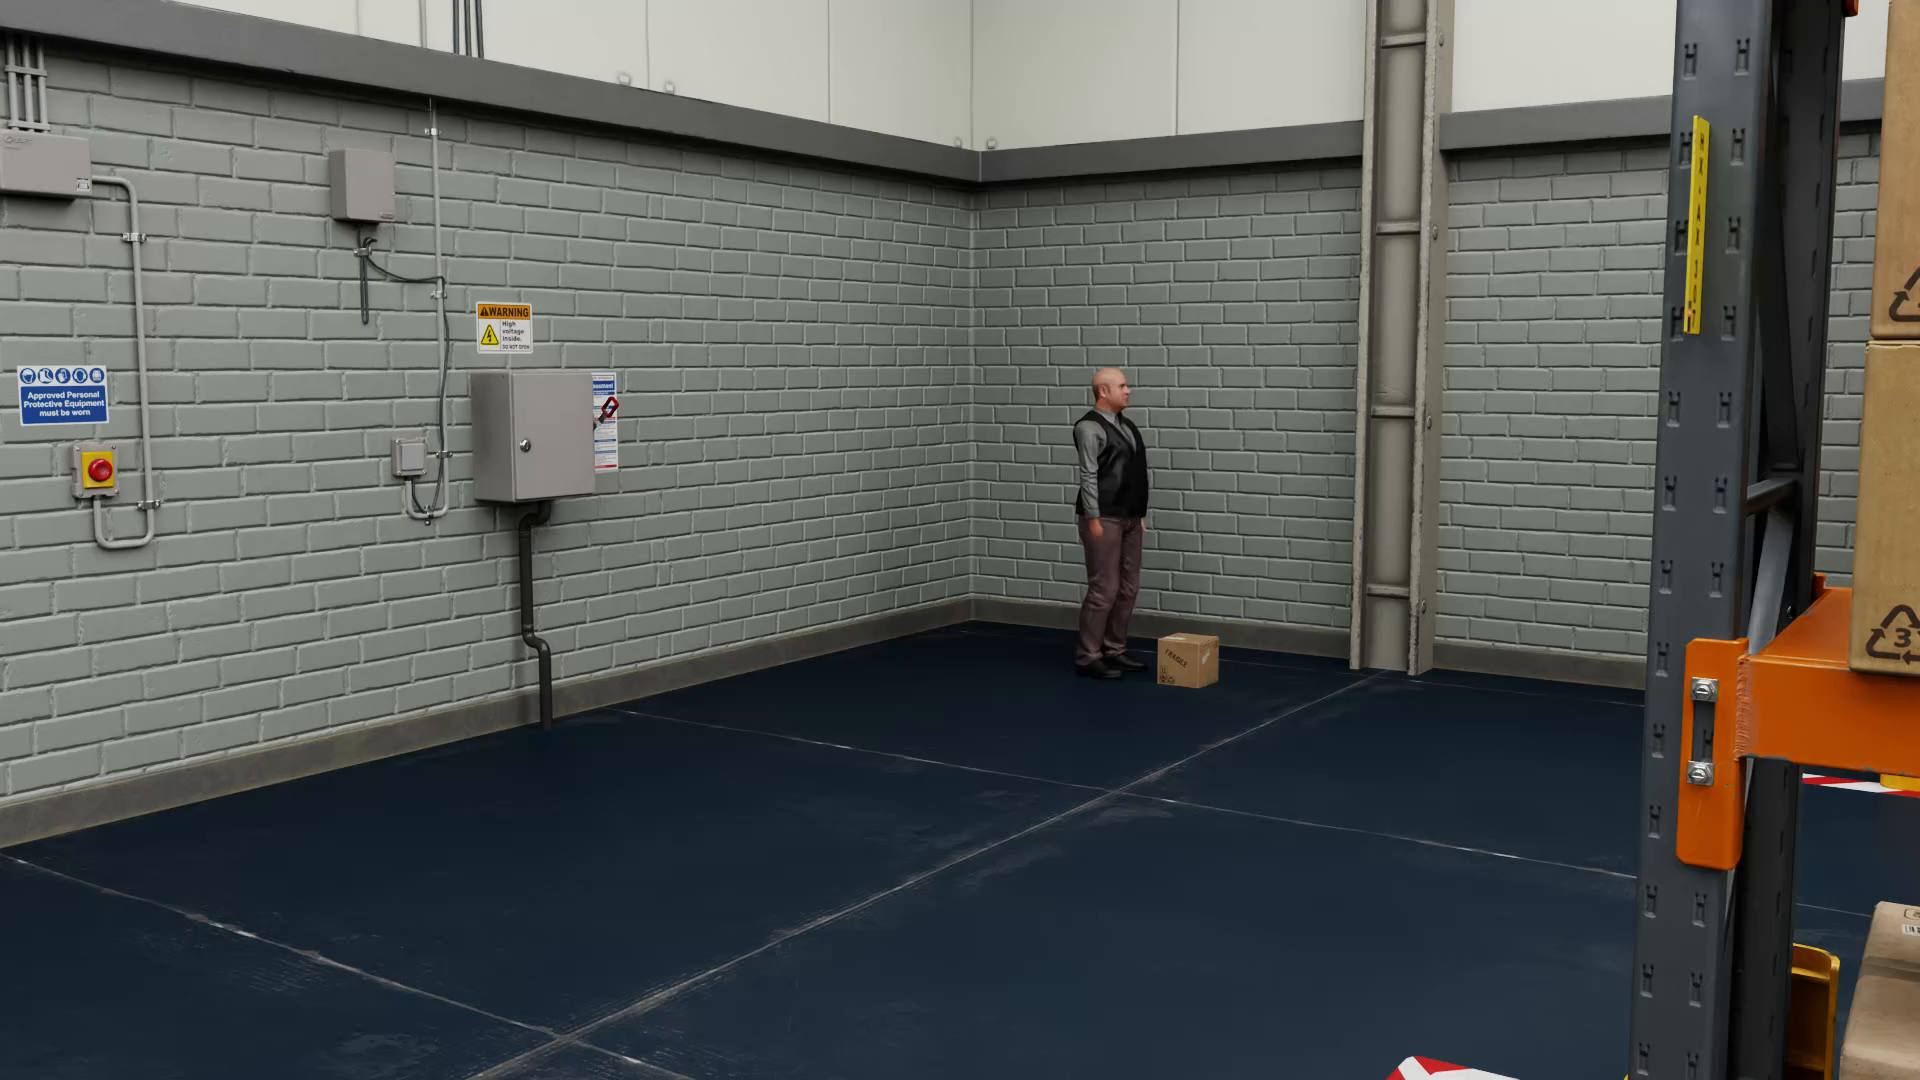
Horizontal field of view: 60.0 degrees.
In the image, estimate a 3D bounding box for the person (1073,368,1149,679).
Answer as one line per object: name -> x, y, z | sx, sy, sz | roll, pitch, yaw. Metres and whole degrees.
person -> 0.859, -0.100, 9.318 | 0.359, 1.716, 0.531 | 4, 8, 35
